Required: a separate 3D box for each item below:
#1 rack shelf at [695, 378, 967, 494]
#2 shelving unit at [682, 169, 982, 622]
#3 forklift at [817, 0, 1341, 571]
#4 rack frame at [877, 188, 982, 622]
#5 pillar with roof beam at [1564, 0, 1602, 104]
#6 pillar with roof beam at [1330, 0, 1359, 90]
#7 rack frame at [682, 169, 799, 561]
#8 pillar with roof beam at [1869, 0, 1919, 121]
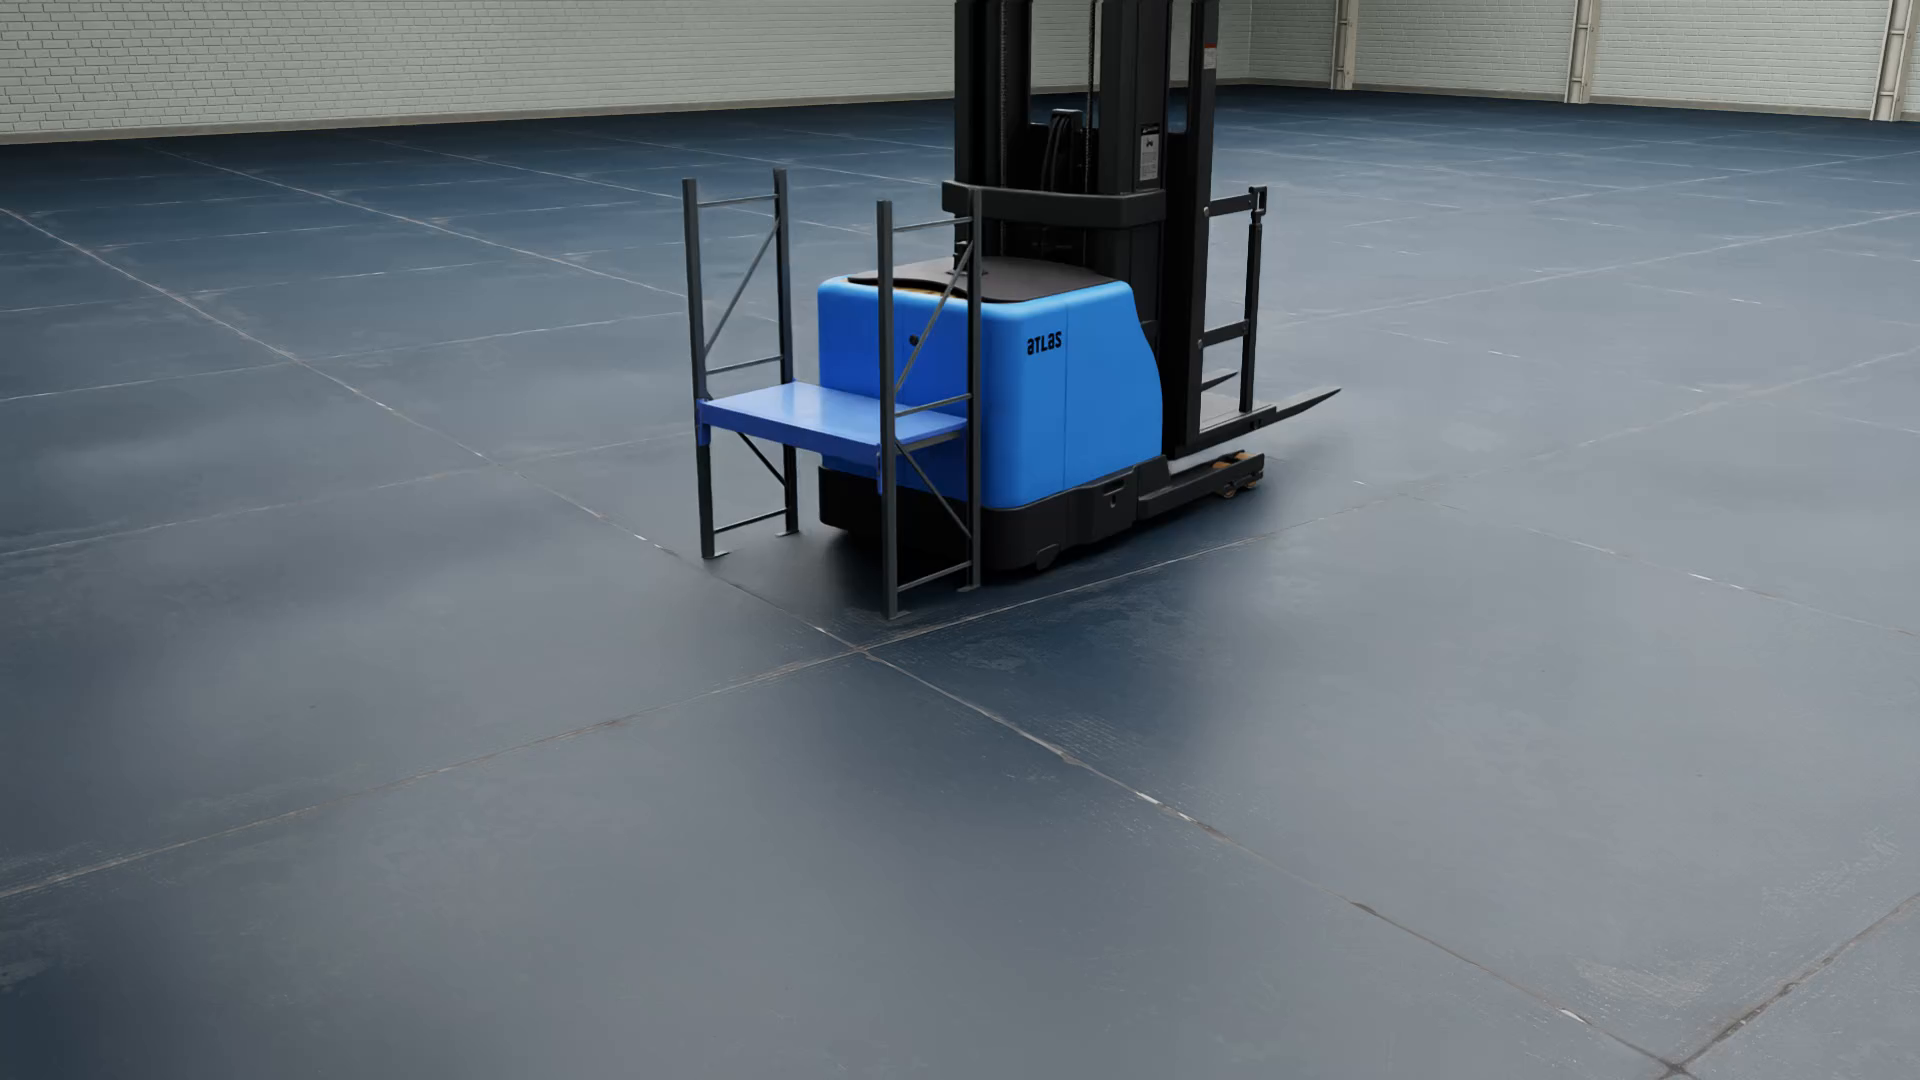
[{"bbox_3d":[-0.479,-0.413,6.337,1.000,0.185,0.538,16,24,39],"label":"rack shelf"},{"bbox_3d":[-0.479,-0.584,6.281,1.048,1.500,0.538,16,24,39],"label":"shelving unit"},{"bbox_3d":[0.742,-1.666,7.274,1.130,2.935,3.031,15,23,37],"label":"forklift"},{"bbox_3d":[-0.100,-0.477,5.959,0.032,1.500,0.500,16,24,39],"label":"rack frame"},{"bbox_3d":[9.064,-12.247,29.575,9.100,9.000,0.400,-14,23,-36],"label":"pillar with roof beam"},{"bbox_3d":[5.338,-13.726,34.040,9.100,9.000,0.400,-14,23,-36],"label":"pillar with roof beam"},{"bbox_3d":[-0.858,-0.690,6.602,0.032,1.500,0.500,16,24,39],"label":"rack frame"},{"bbox_3d":[12.789,-10.769,25.110,9.100,9.000,0.400,-14,23,-36],"label":"pillar with roof beam"}]
